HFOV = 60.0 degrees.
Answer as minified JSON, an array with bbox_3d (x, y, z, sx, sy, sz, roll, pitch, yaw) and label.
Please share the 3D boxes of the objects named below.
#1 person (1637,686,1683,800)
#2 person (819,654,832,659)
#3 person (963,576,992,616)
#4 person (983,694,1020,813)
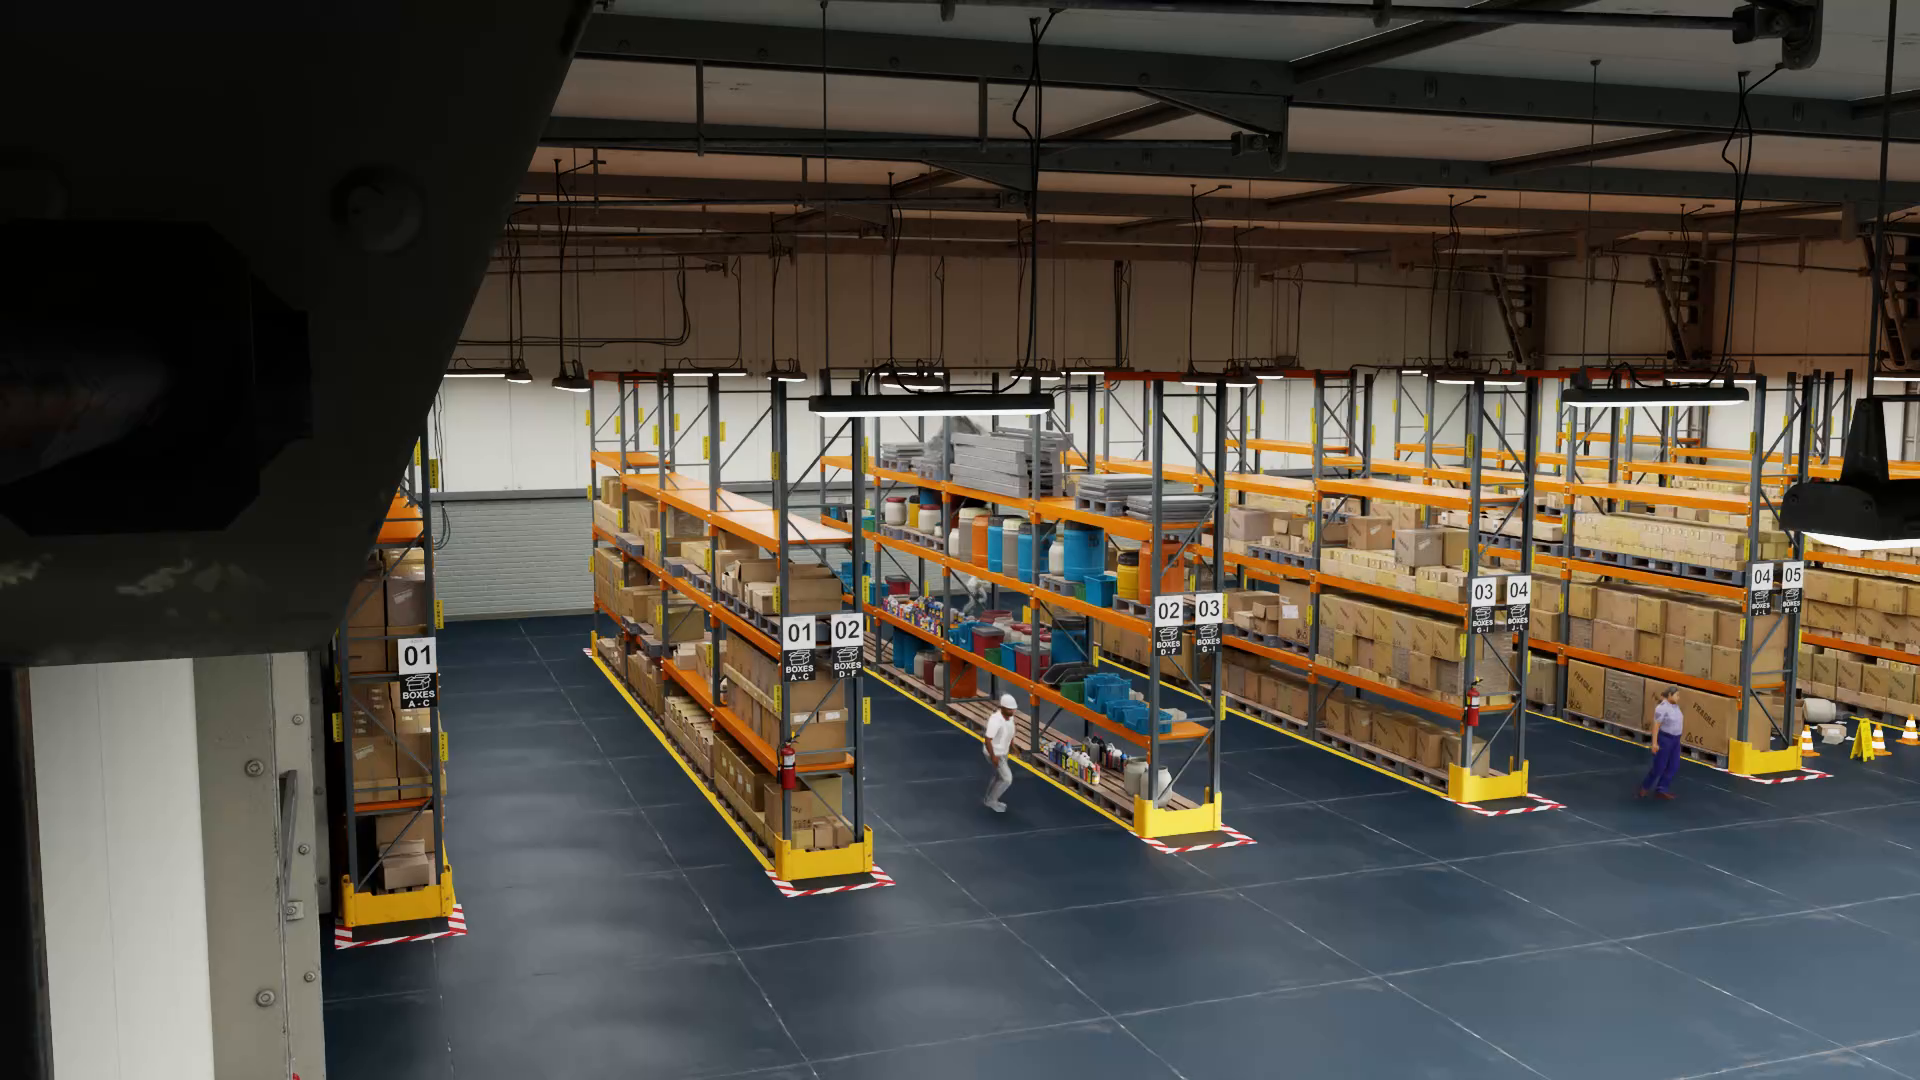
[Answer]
[{"bbox_3d":[9.980,2.885,23.686,0.618,1.630,0.490,-5,8,-38],"label":"person"},{"bbox_3d":[-2.606,1.787,32.209,0.601,1.647,0.618,-3,7,-24],"label":"person"},{"bbox_3d":[0.437,1.140,39.765,0.848,1.503,0.651,2,7,18],"label":"person"},{"bbox_3d":[0.552,2.933,22.981,0.625,1.695,0.706,3,7,24],"label":"person"}]
